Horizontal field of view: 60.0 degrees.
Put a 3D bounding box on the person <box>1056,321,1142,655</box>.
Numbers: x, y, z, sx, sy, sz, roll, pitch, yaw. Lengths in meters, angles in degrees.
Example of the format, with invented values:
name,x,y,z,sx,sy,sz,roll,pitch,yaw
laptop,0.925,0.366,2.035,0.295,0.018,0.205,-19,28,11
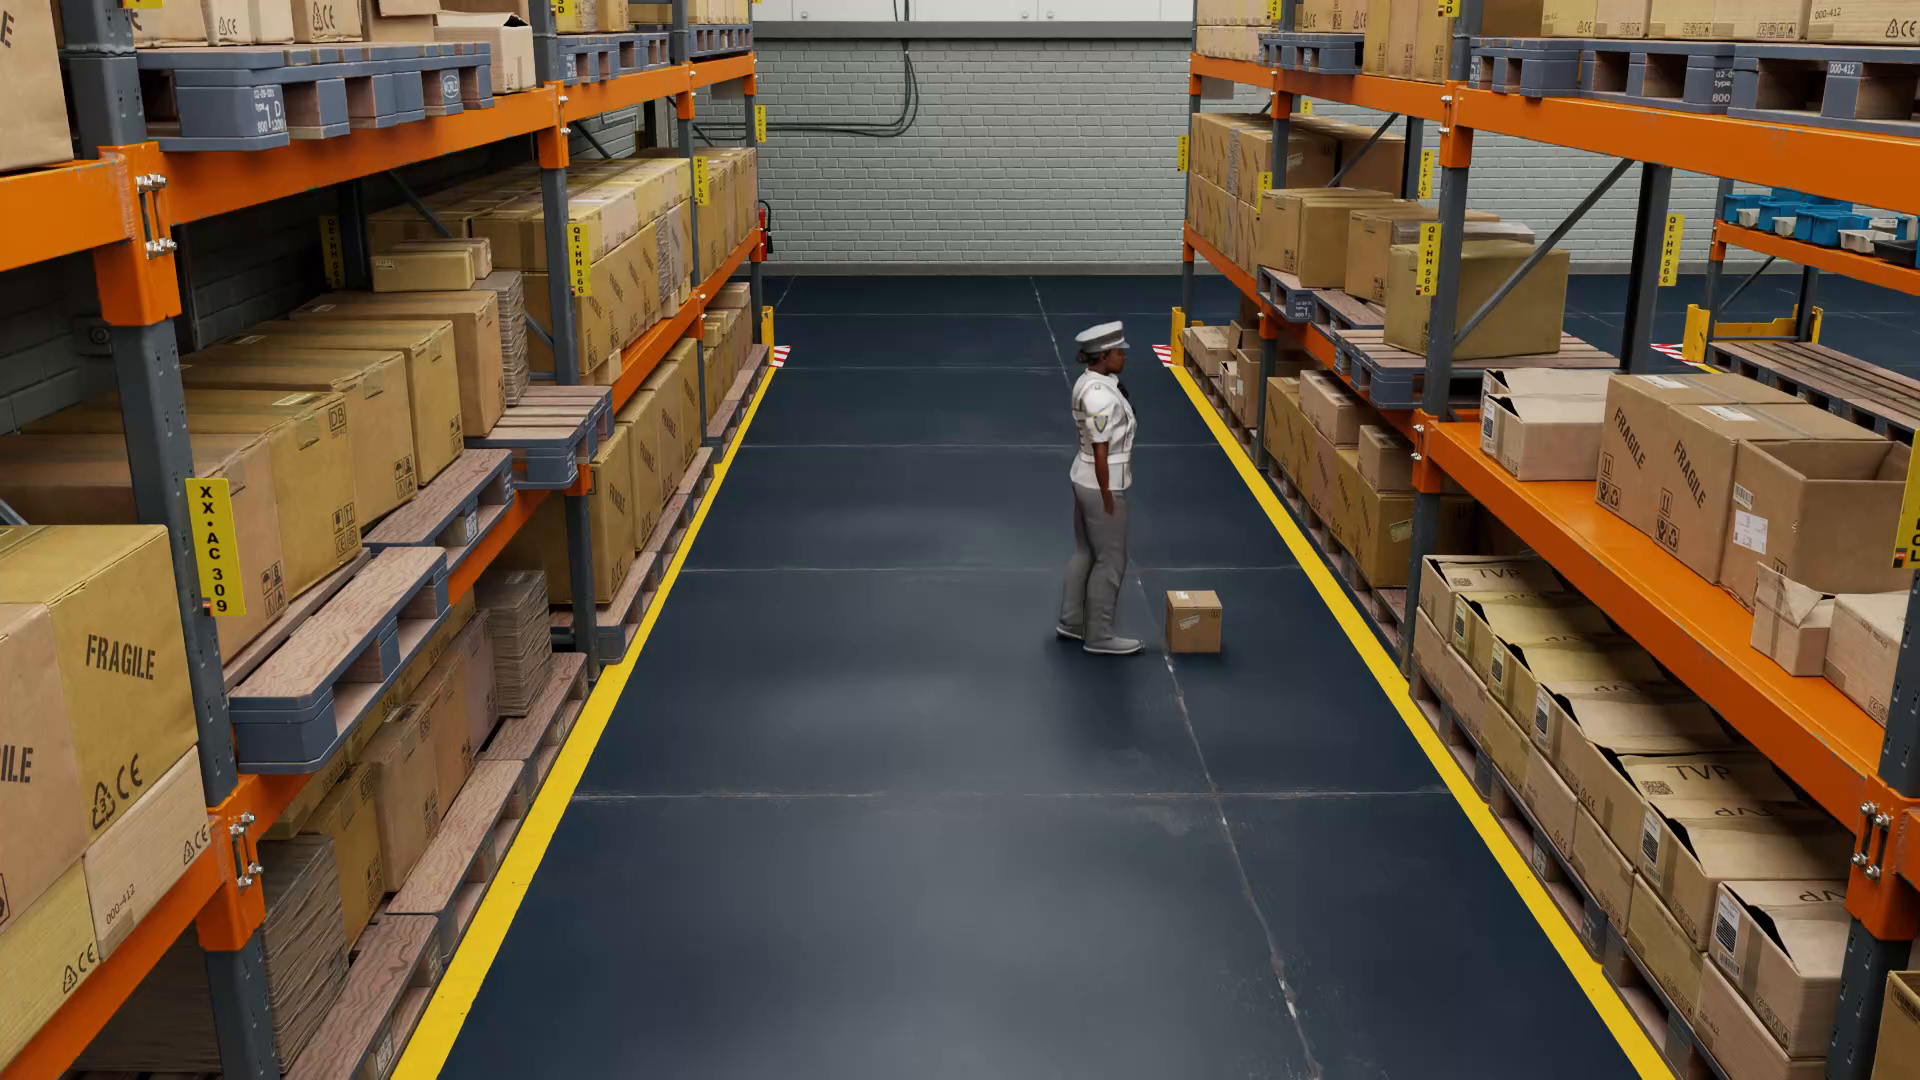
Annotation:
name,x,y,z,sx,sy,sz,roll,pitch,yaw
person,0.713,-0.248,8.359,0.428,1.713,0.441,0,17,0
